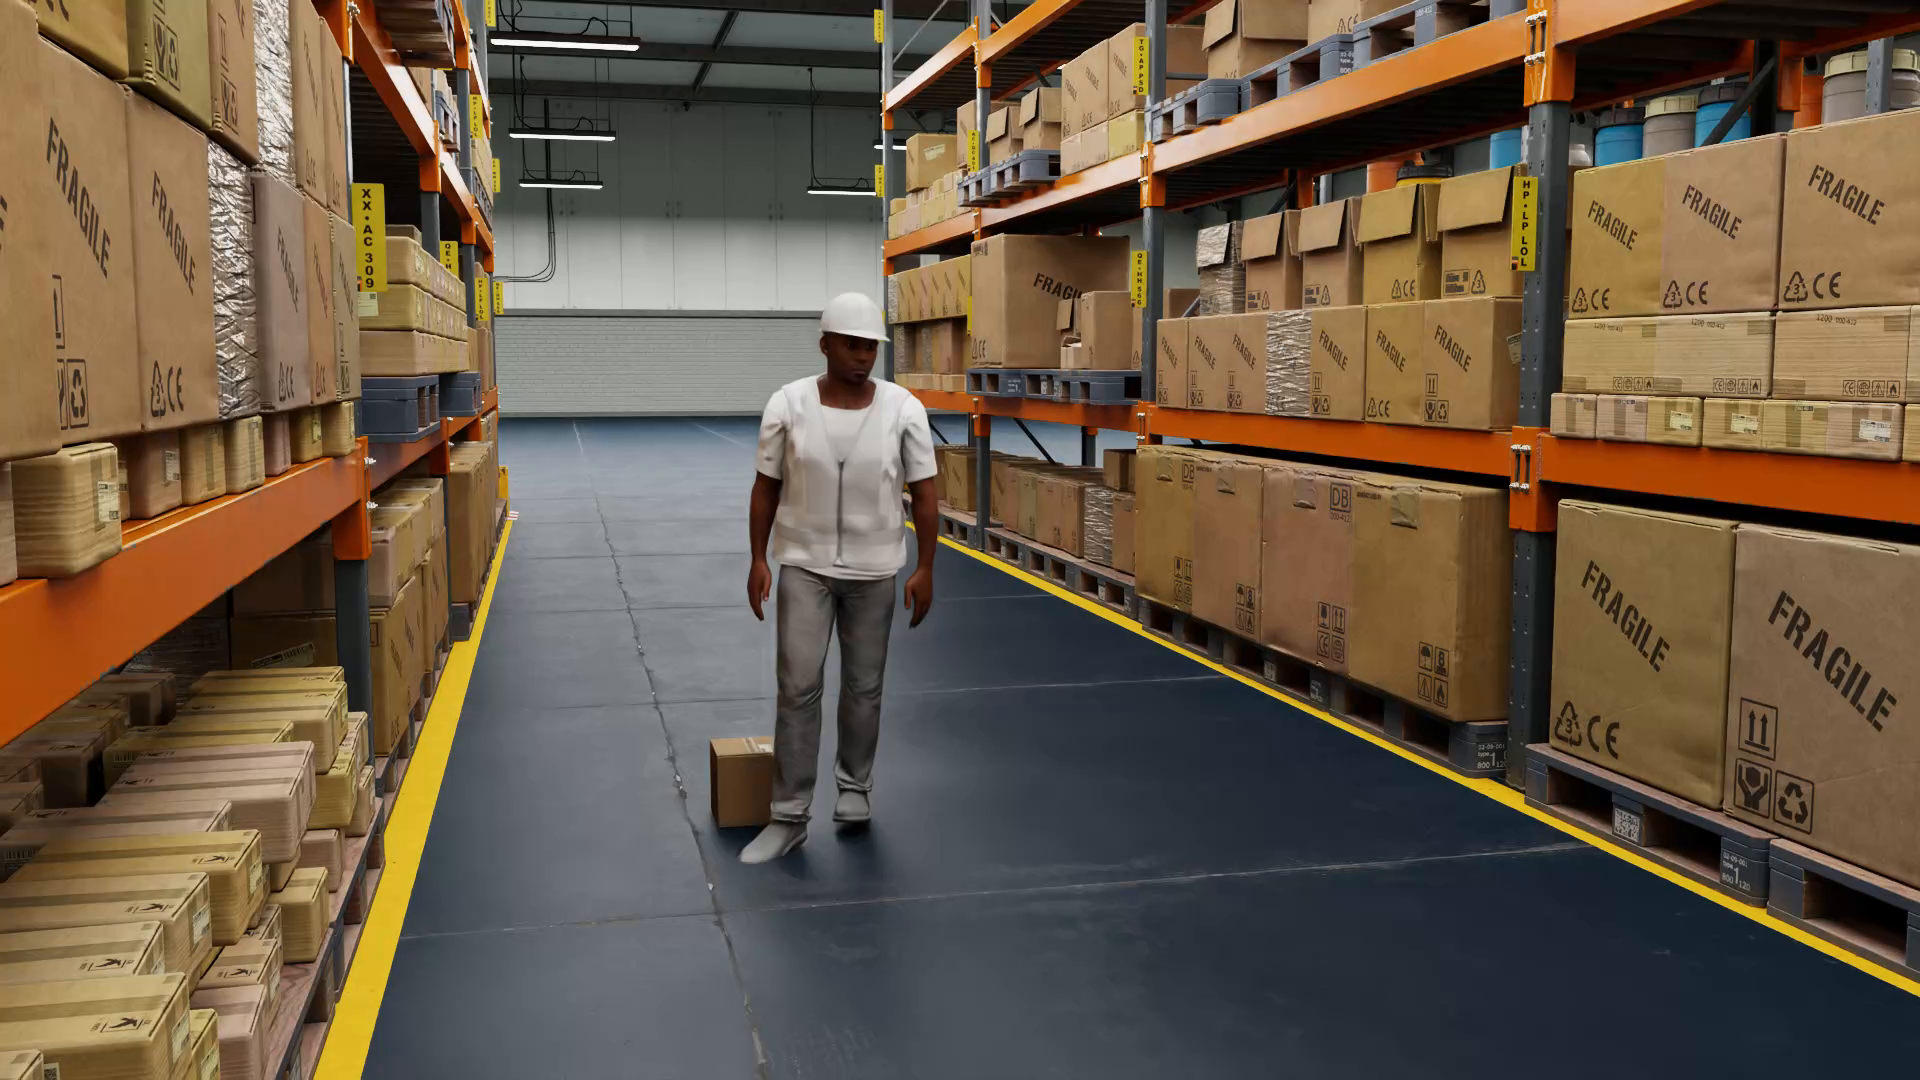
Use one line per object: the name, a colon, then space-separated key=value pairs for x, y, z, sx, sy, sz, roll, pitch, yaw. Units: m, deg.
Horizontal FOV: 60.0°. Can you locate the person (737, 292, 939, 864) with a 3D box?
person: x=-0.400 y=0.113 z=5.396 sx=0.655 sy=1.813 sz=0.568 roll=-1 pitch=6 yaw=-6
